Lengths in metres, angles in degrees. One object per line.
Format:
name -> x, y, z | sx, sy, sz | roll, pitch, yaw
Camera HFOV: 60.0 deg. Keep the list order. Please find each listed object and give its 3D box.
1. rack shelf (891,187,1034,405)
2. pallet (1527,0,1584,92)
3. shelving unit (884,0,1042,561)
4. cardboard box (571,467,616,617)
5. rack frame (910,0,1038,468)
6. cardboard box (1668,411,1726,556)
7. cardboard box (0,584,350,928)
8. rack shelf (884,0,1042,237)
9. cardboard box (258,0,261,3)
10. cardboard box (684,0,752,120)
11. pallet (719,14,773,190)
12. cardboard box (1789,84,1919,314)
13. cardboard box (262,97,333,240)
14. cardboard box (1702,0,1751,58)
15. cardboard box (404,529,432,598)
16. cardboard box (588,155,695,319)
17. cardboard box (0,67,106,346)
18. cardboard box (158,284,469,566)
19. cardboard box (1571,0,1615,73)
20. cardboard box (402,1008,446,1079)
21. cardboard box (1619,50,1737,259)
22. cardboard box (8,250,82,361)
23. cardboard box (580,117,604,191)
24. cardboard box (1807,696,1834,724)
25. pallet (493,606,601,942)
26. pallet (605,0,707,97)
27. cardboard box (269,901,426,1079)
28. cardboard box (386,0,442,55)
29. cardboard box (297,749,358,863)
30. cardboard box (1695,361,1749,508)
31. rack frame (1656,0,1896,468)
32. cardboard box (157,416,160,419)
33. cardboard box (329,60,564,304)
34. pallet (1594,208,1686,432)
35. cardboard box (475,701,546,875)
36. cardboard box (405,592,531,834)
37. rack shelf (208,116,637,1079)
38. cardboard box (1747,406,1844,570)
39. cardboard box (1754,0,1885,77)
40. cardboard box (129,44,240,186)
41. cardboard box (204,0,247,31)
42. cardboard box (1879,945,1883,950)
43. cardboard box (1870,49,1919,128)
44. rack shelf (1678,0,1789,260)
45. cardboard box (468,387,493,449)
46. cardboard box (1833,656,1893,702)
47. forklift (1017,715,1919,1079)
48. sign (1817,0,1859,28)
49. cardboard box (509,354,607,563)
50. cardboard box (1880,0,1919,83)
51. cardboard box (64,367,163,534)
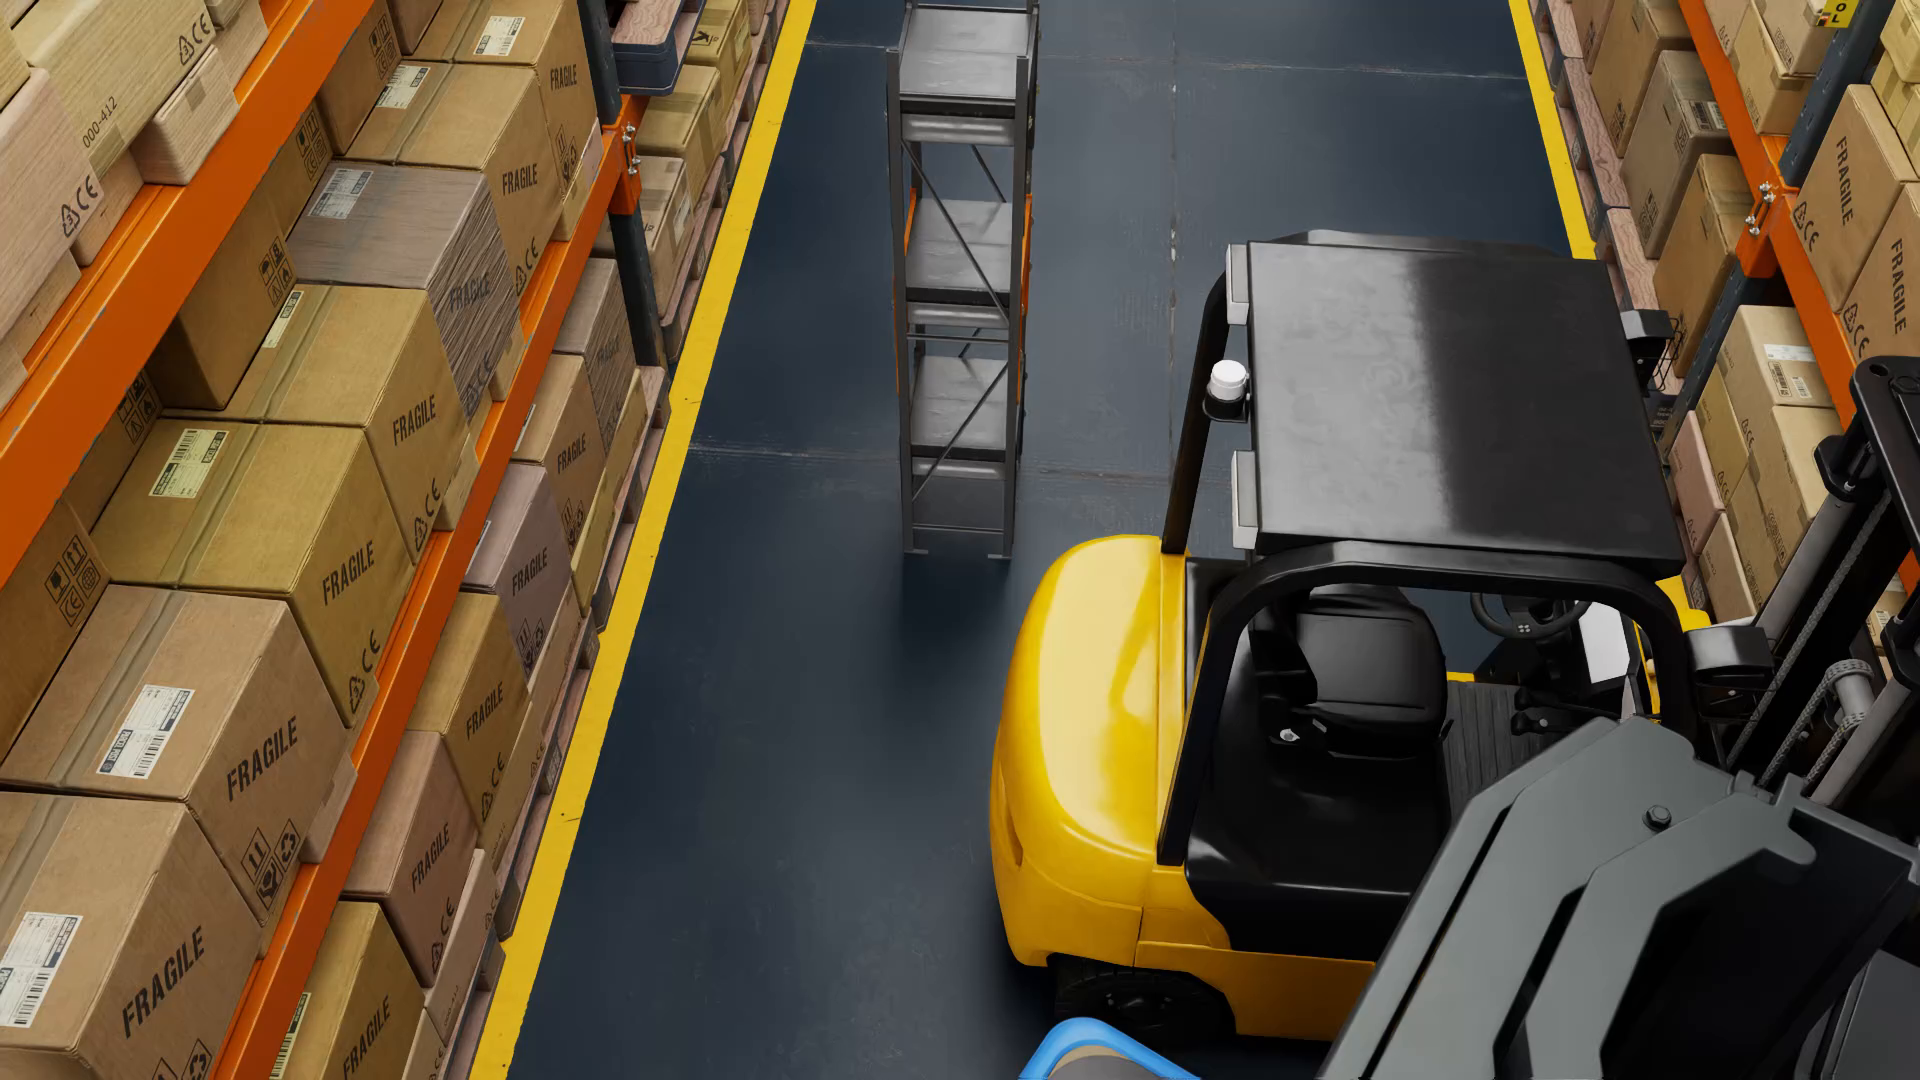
rack shelf -> 0.015, -0.821, 5.597 | 0.431, 0.518, 0.480 | 4, 48, 4
pallet -> 3.503, -2.706, 8.582 | 1.003, 0.211, 1.213 | 4, 48, 4
shelving unit -> 0.015, -0.830, 5.586 | 0.431, 2.100, 0.503 | 4, 48, 4
cardboard box -> -1.516, -0.010, 5.805 | 0.500, 0.250, 0.500 | 3, 48, 2
rack frame -> 0.037, -1.010, 5.750 | 0.400, 2.100, 0.015 | 4, 48, 4
cardboard box -> 2.879, -0.191, 5.970 | 0.500, 0.250, 0.500 | 4, 48, 4
cardboard box -> -1.692, 0.454, 3.533 | 0.500, 0.500, 0.500 | 5, 48, 5
rack shelf -> 0.015, -1.294, 5.080 | 0.431, 0.518, 0.480 | 4, 48, 4
cardboard box -> -1.652, -1.187, 3.440 | 0.380, 0.149, 0.250 | 3, 48, 3
cardboard box -> -1.522, -2.321, 7.836 | 0.950, 0.372, 0.625 | 5, 48, 5
pallet -> -1.513, -2.171, 8.093 | 1.003, 0.211, 1.213 | 4, 48, 4
cardboard box -> 2.952, -1.035, 5.096 | 0.500, 0.500, 0.500 | 3, 48, 2
cardboard box -> -2.088, -1.063, 4.242 | 0.700, 0.500, 0.500 | 3, 48, 3
cardboard box -> 3.078, -2.017, 6.164 | 0.500, 0.250, 0.500 | 4, 48, 3
cardboard box -> -1.628, 0.006, 4.382 | 0.380, 0.149, 0.250 | 3, 48, 2
cardboard box -> -1.646, -1.281, 6.886 | 0.950, 0.372, 0.625 | 4, 48, 4
cardboard box -> -1.689, -0.485, 2.528 | 0.500, 0.250, 0.500 | 3, 48, 3
cardboard box -> -1.609, -0.295, 4.218 | 0.500, 0.500, 0.500 | 3, 48, 3
cardboard box -> 3.495, -2.651, 7.967 | 0.875, 0.625, 0.625 | 5, 48, 5
cardboard box -> -1.707, 1.510, 4.415 | 0.500, 0.250, 0.500 | 4, 48, 3
cardboard box -> 3.367, -1.604, 7.009 | 0.875, 0.625, 0.625 | 3, 48, 3
cardboard box -> -1.711, -0.426, 2.744 | 0.380, 0.149, 0.250 | 4, 48, 3
cardboard box -> -1.417, -1.300, 5.576 | 0.380, 0.149, 0.250 | 3, 48, 3
cardboard box -> 2.800, 0.381, 5.109 | 0.500, 0.250, 0.500 | 4, 48, 3
pallet -> -1.825, 0.695, 5.471 | 1.003, 0.211, 1.213 | 4, 48, 4
pallet -> -1.476, -2.128, 6.294 | 1.003, 0.211, 1.213 | 4, 48, 4
cardboard box -> -1.705, 1.240, 4.154 | 0.500, 0.500, 0.500 | 2, 48, 2
cardboard box -> -1.947, -1.804, 4.920 | 0.700, 0.500, 0.500 | 3, 48, 3
cardboard box -> -1.636, 0.588, 3.850 | 0.380, 0.149, 0.250 | 5, 48, 4
cardboard box -> 2.901, -0.358, 5.784 | 0.500, 0.250, 0.500 | 4, 48, 3
rack frame -> 3.252, -1.310, 5.415 | 1.000, 3.000, 0.127 | 4, 48, 4
cardboard box -> -2.116, -0.359, 4.277 | 0.500, 0.500, 0.500 | 4, 48, 4
cardboard box -> -1.524, -1.053, 4.911 | 0.500, 0.500, 0.500 | 5, 48, 5
pallet -> 3.281, -0.913, 6.942 | 1.003, 0.211, 1.213 | 4, 48, 4
cardboard box -> -1.615, 0.734, 5.125 | 0.500, 0.250, 0.500 | 7, 48, 6
cardboard box -> -1.608, 0.487, 4.842 | 0.500, 0.500, 0.500 | 5, 48, 4
rack shelf -> -1.873, 0.071, 4.639 | 1.077, 0.370, 4.000 | 4, 48, 4
cardboard box -> 2.839, -0.152, 5.257 | 0.500, 0.250, 0.500 | 4, 48, 4
cardboard box -> 3.043, -1.806, 5.632 | 0.500, 0.250, 0.500 | 3, 48, 3
cardboard box -> -1.588, -0.801, 3.087 | 0.380, 0.149, 0.250 | 4, 48, 4
cardboard box -> -1.600, -1.241, 3.220 | 0.500, 0.250, 0.500 | 5, 48, 4
cardboard box -> 2.704, 1.120, 4.433 | 0.500, 0.250, 0.500 | 3, 48, 3
cardboard box -> 2.962, -1.346, 4.941 | 0.380, 0.149, 0.250 | 3, 48, 3
rack shelf -> 3.435, -2.537, 7.025 | 1.077, 0.370, 4.000 | 4, 48, 4
cardboard box -> -1.559, -0.367, 4.723 | 0.380, 0.149, 0.250 | 3, 48, 3
cardboard box -> 2.750, 0.600, 4.570 | 0.500, 0.250, 0.500 | 3, 48, 3
forklift -> 1.222, 1.708, 2.702 | 3.031, 2.935, 1.130 | 26, 53, 22
sign -> 2.711, -1.703, 5.044 | 0.100, 0.325, 0.005 | 4, 48, 4
cardboard box -> -1.522, -0.281, 5.545 | 0.500, 0.500, 0.500 | 5, 48, 4
cardboard box -> 2.928, -1.449, 4.833 | 0.380, 0.149, 0.250 | 5, 48, 4
cardboard box -> -2.229, -0.316, 3.560 | 0.700, 0.500, 0.500 | 3, 48, 3
